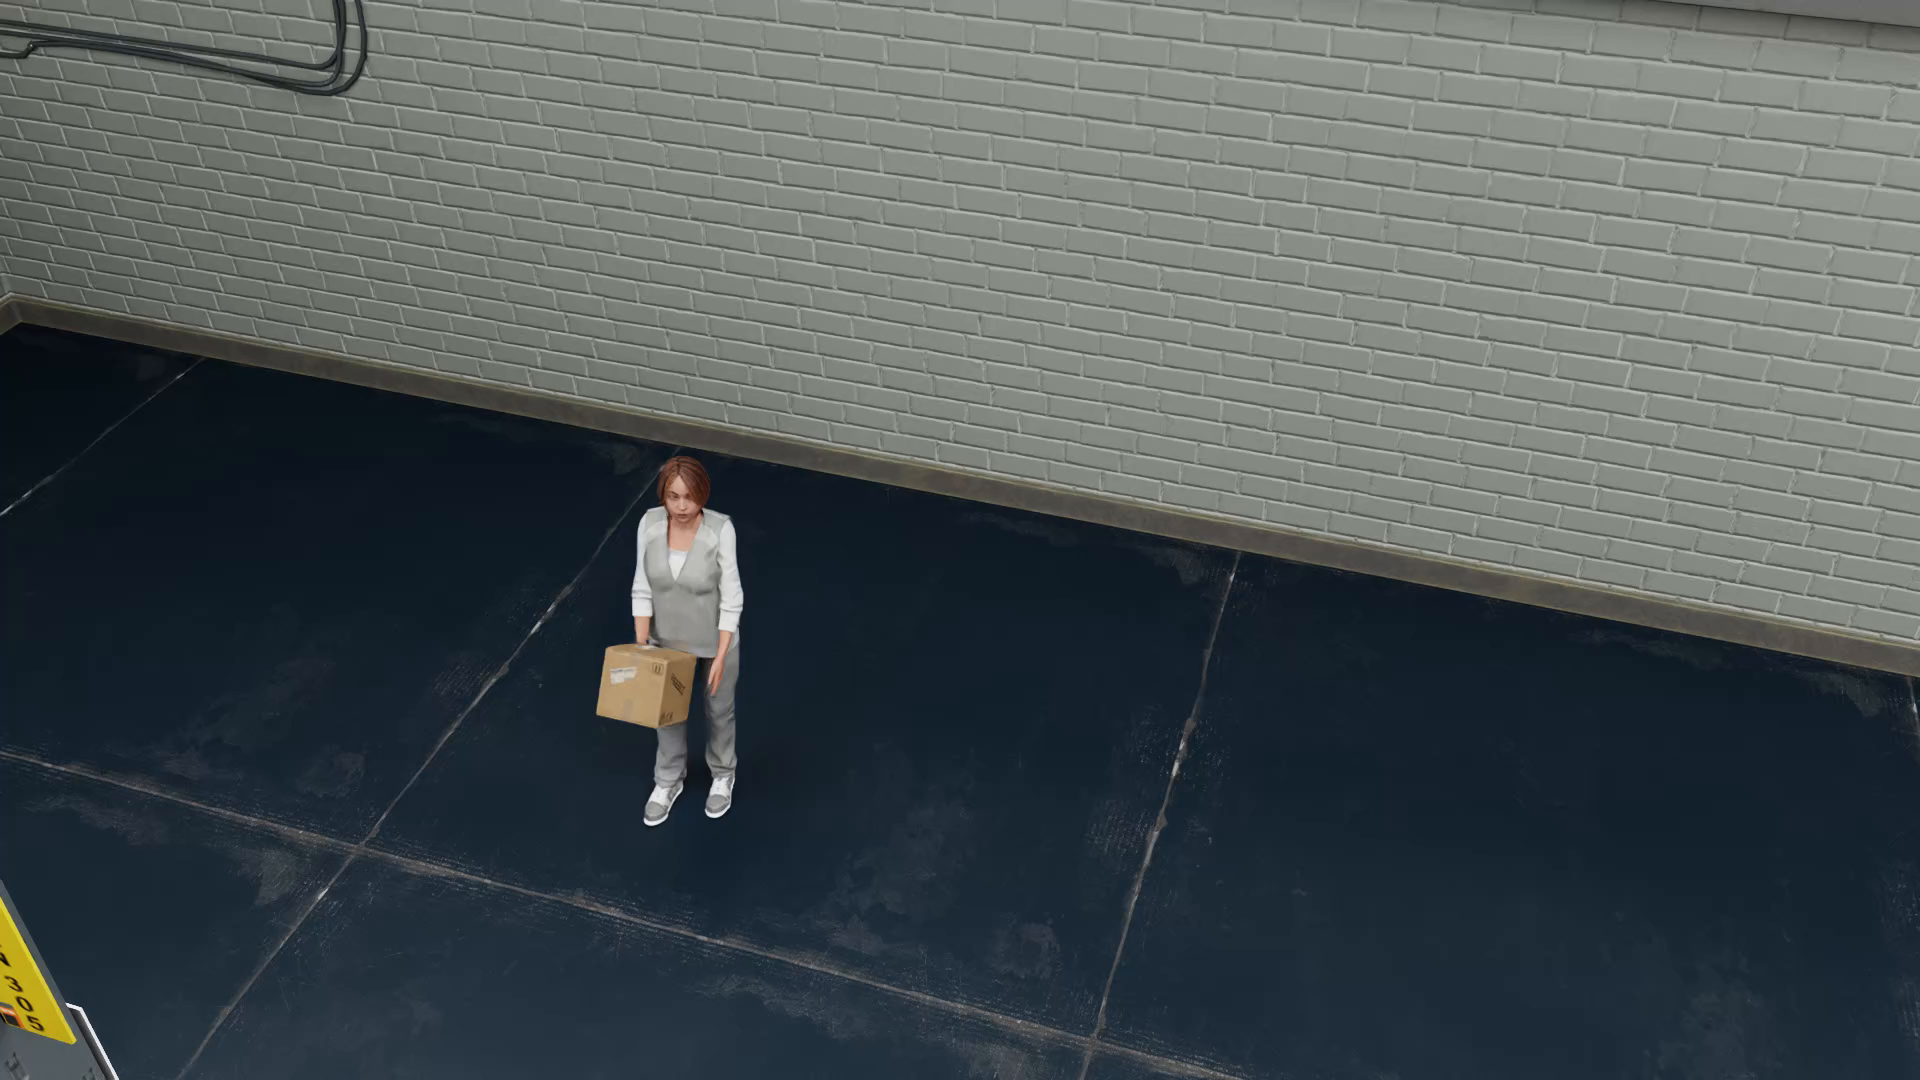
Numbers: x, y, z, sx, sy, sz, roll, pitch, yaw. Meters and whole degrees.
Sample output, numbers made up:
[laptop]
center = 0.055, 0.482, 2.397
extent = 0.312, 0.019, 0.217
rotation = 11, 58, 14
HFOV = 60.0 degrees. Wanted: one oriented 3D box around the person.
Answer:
[person]
center = -1.040, 0.420, 6.343
extent = 0.466, 1.601, 0.448
rotation = 2, 38, 3
